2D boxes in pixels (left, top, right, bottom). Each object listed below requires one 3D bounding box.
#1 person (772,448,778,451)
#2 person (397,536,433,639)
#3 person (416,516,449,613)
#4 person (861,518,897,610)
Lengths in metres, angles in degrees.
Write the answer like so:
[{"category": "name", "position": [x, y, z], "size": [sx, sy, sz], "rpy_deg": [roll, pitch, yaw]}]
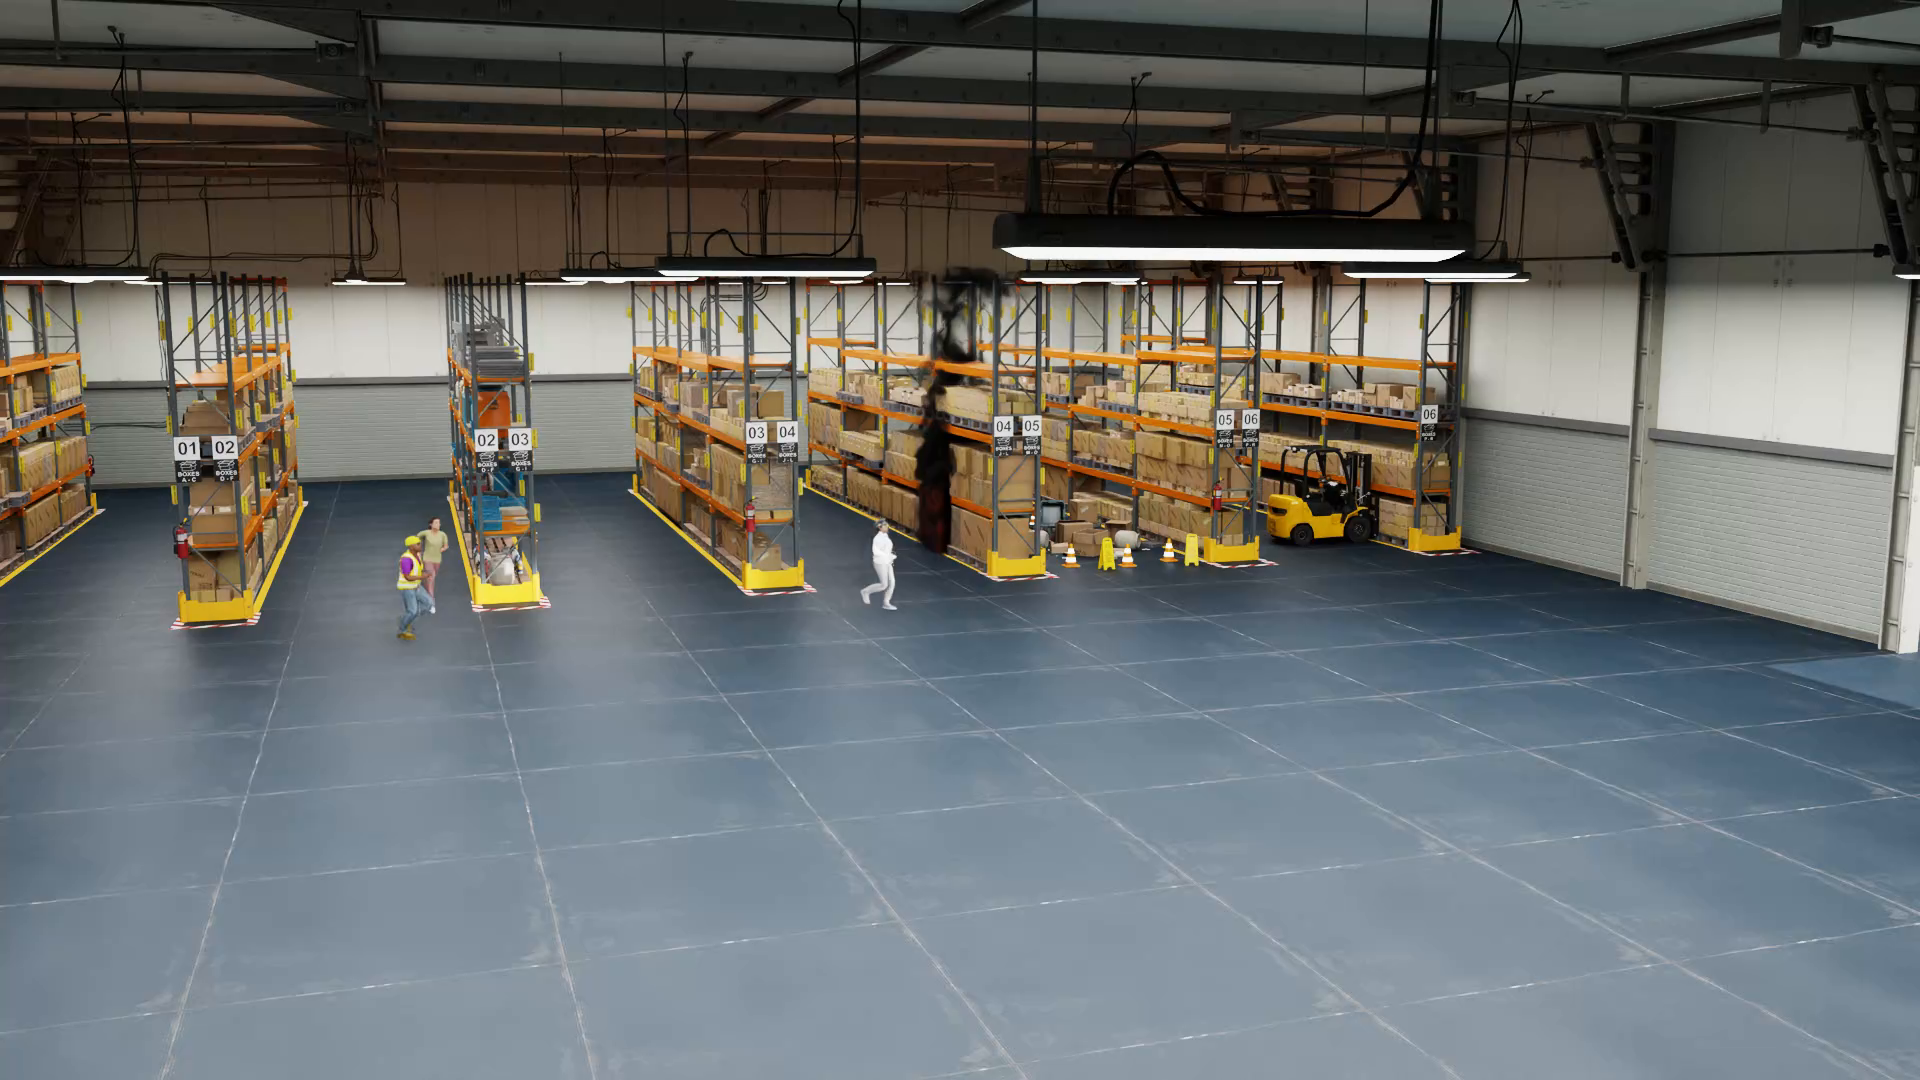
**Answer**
[{"category": "person", "position": [-5.058, -2.086, 46.167], "size": [0.652, 1.776, 0.724], "rpy_deg": [-1, 9, -6]}, {"category": "person", "position": [-8.933, 0.770, 27.247], "size": [0.706, 1.709, 0.746], "rpy_deg": [0, 9, 2]}, {"category": "person", "position": [-9.486, 0.403, 29.950], "size": [0.582, 1.673, 0.904], "rpy_deg": [-8, 11, -41]}, {"category": "person", "position": [-1.430, 0.416, 29.820], "size": [0.688, 1.659, 0.614], "rpy_deg": [3, 9, 17]}]
